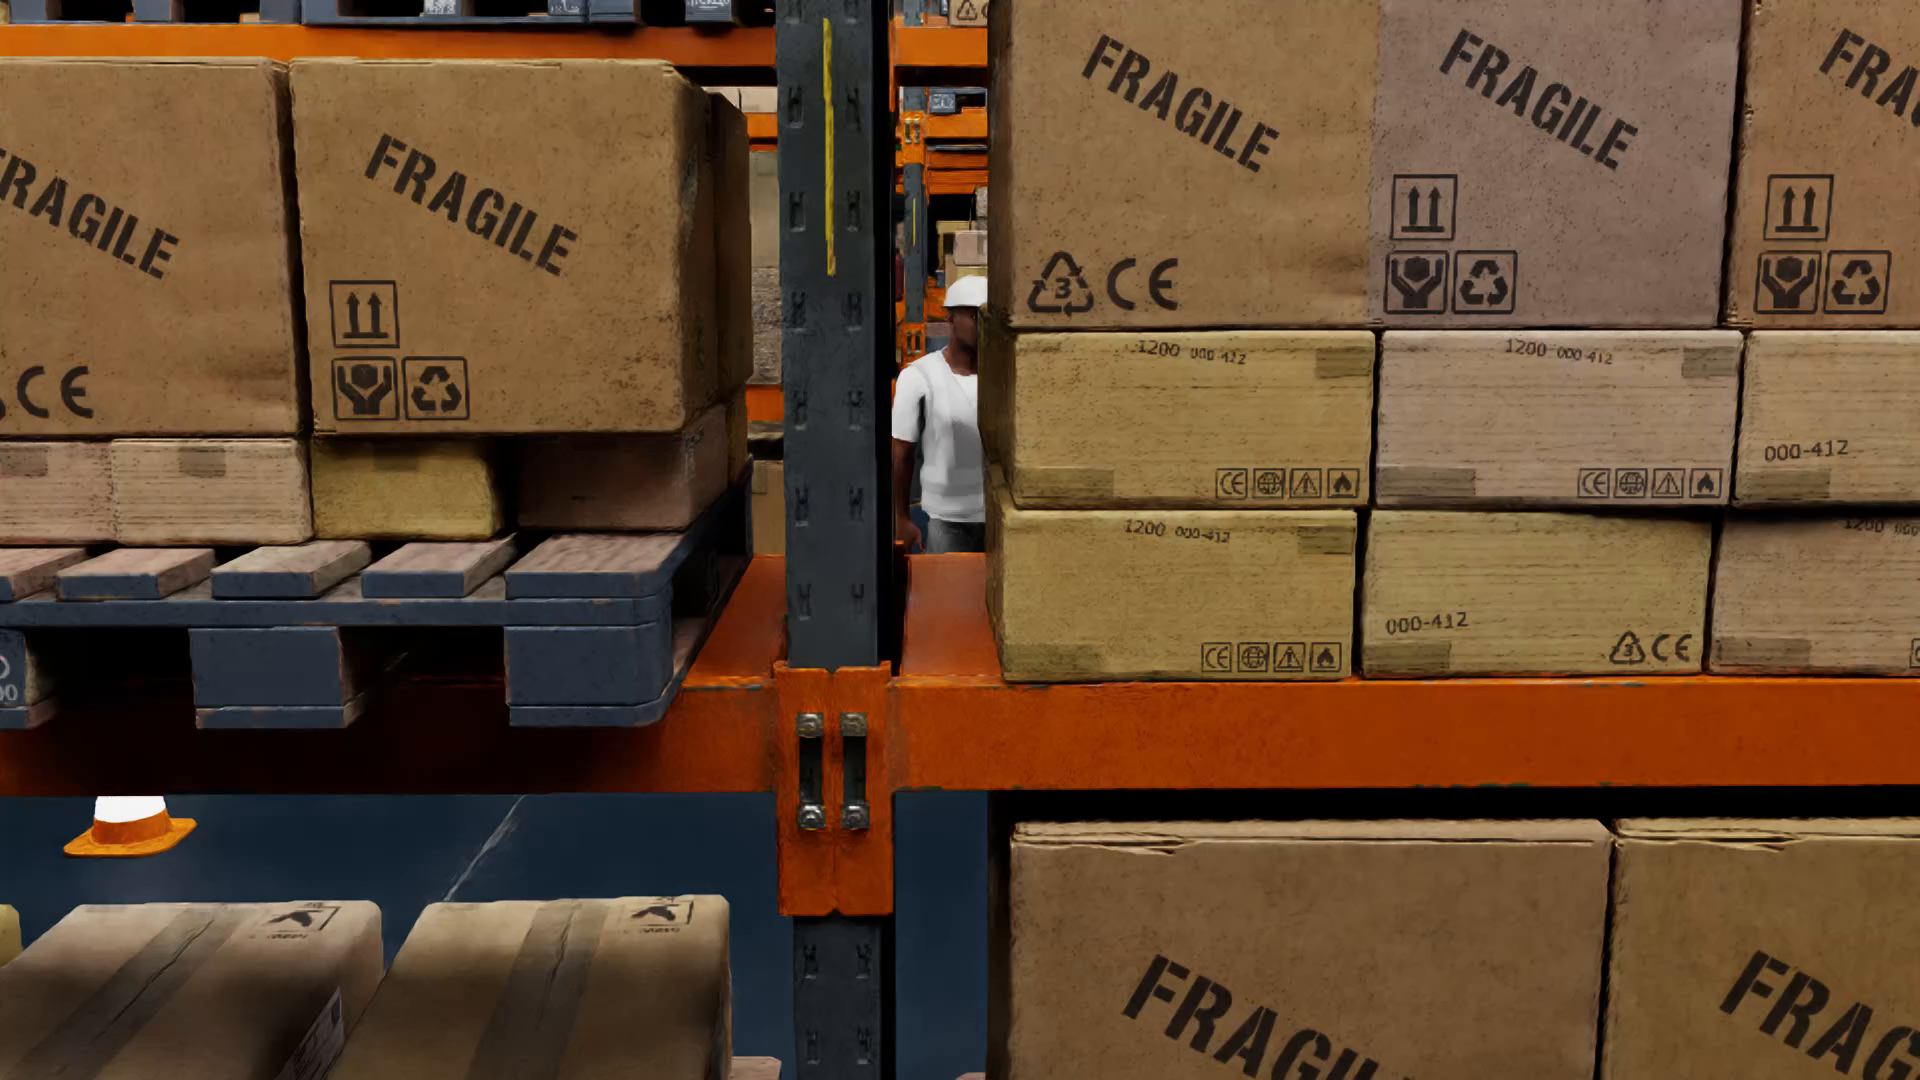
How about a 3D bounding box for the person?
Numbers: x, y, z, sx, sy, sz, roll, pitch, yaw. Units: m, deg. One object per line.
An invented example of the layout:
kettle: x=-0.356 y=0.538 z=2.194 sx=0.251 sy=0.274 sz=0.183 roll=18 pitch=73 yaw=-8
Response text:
person: x=0.059 y=-0.089 z=6.198 sx=0.627 sy=1.772 sz=0.384 roll=-2 pitch=11 yaw=-13
